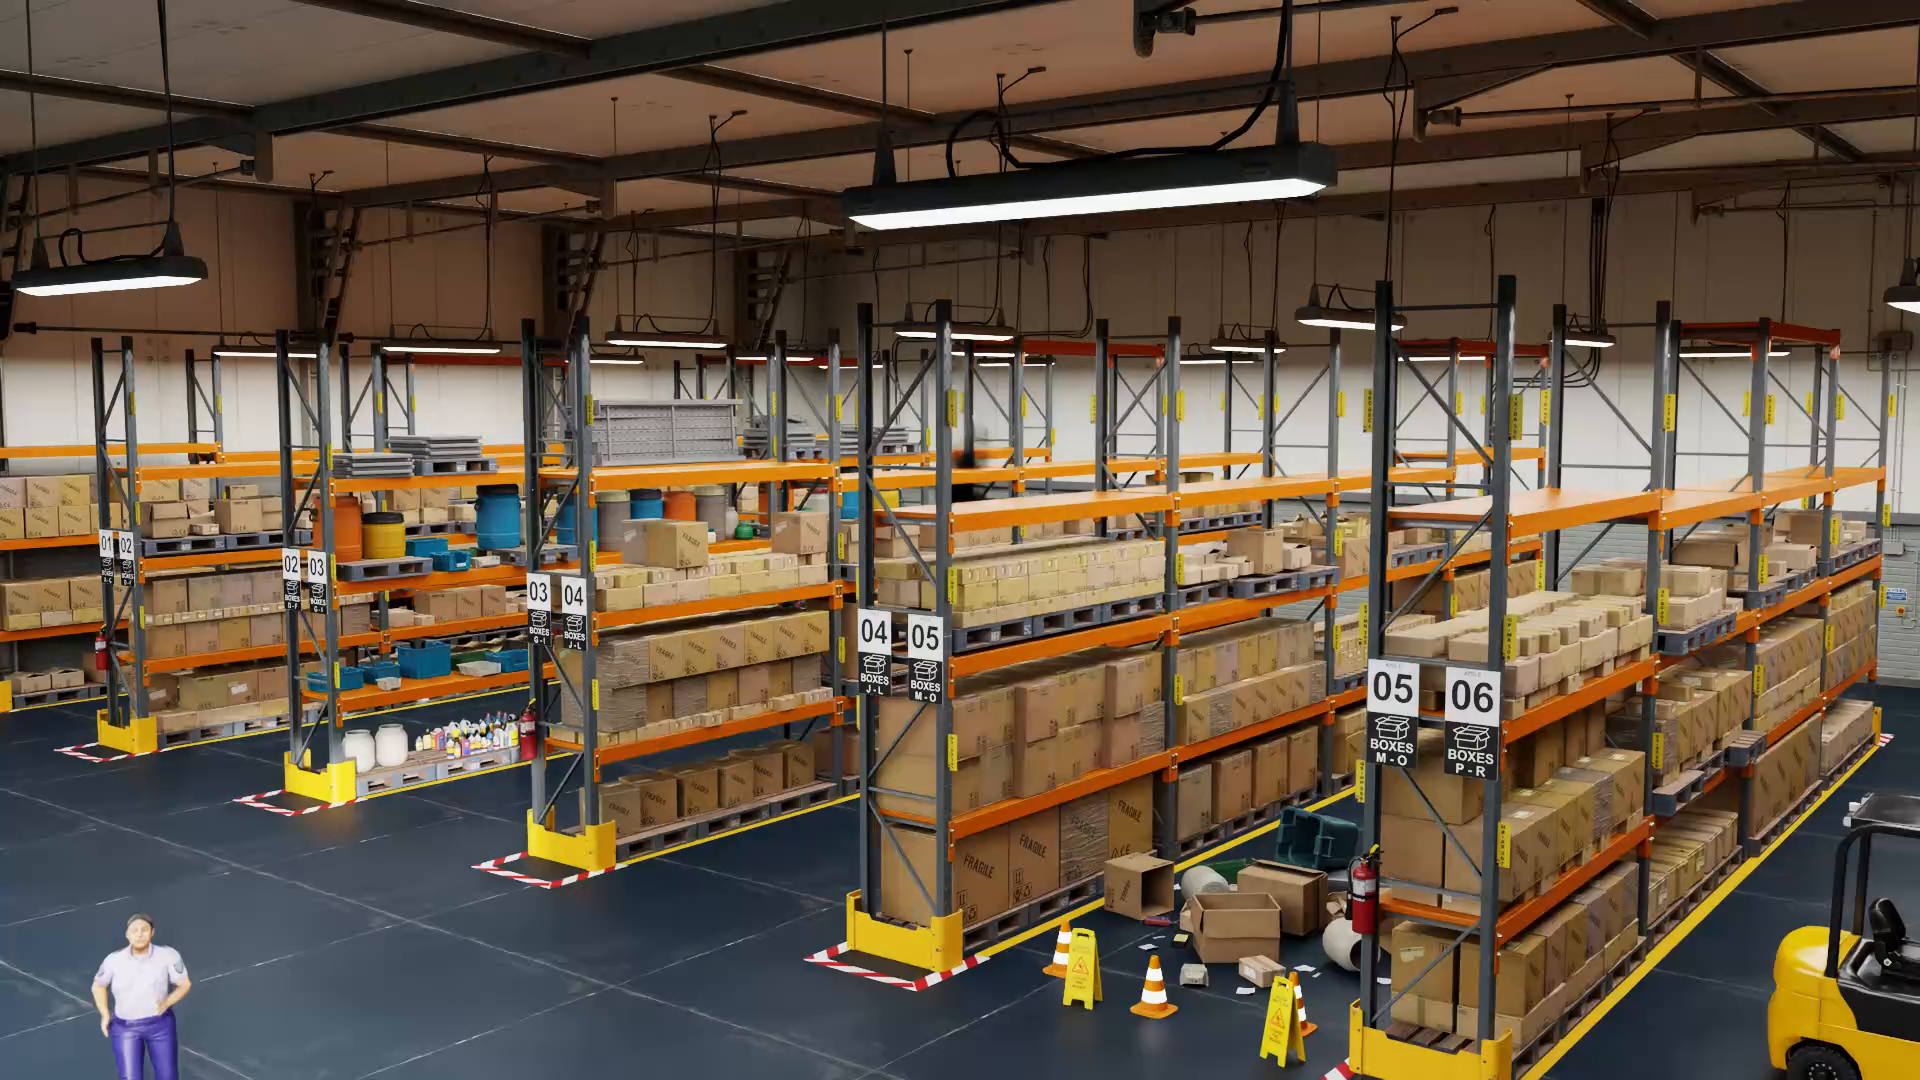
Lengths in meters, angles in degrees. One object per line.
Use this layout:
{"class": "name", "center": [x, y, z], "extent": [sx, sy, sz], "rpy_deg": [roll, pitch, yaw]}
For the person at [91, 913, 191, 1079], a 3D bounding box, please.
{"class": "person", "center": [-5.622, 3.366, 11.443], "extent": [0.620, 1.611, 0.784], "rpy_deg": [-2, 6, -25]}
